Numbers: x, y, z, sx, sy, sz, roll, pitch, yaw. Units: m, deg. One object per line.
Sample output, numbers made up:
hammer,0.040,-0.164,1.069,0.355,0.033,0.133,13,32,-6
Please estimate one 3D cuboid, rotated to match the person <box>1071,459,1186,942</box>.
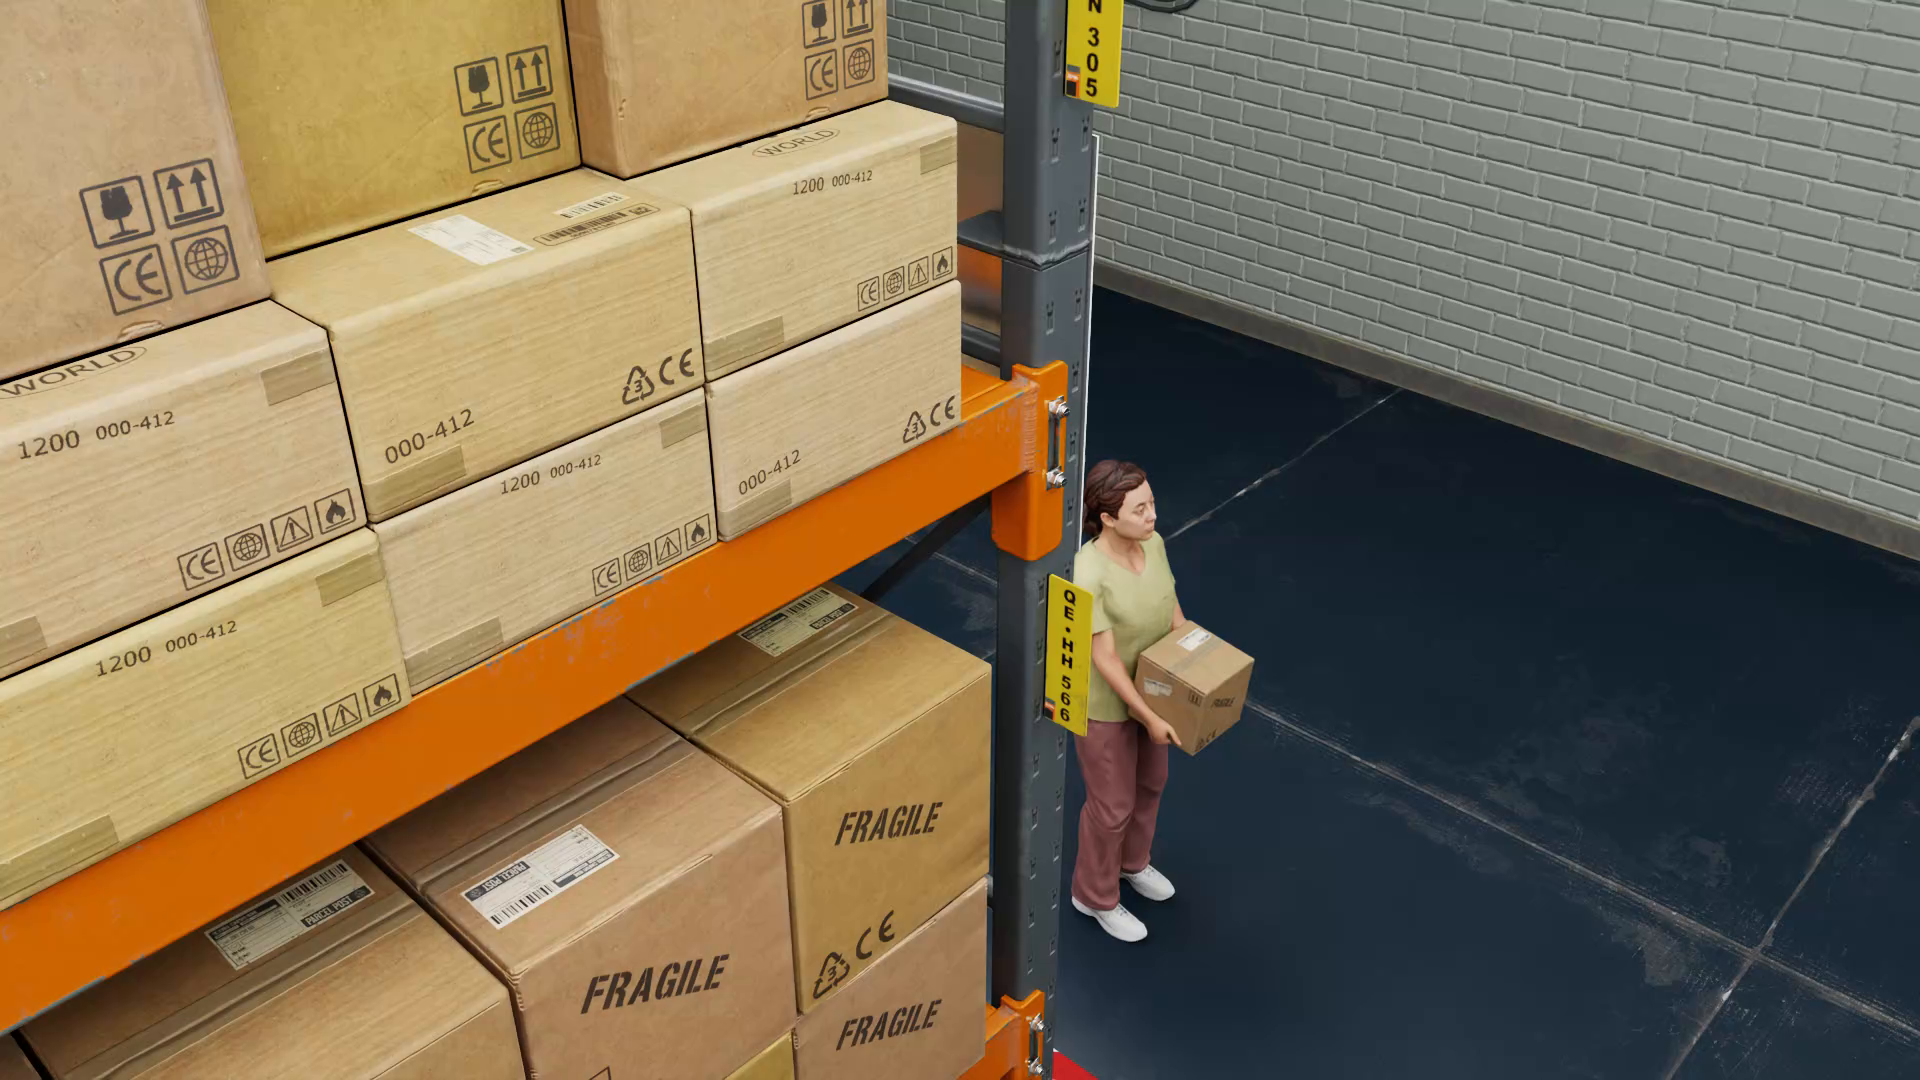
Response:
person,0.557,0.532,5.277,0.549,1.665,0.426,26,40,36
